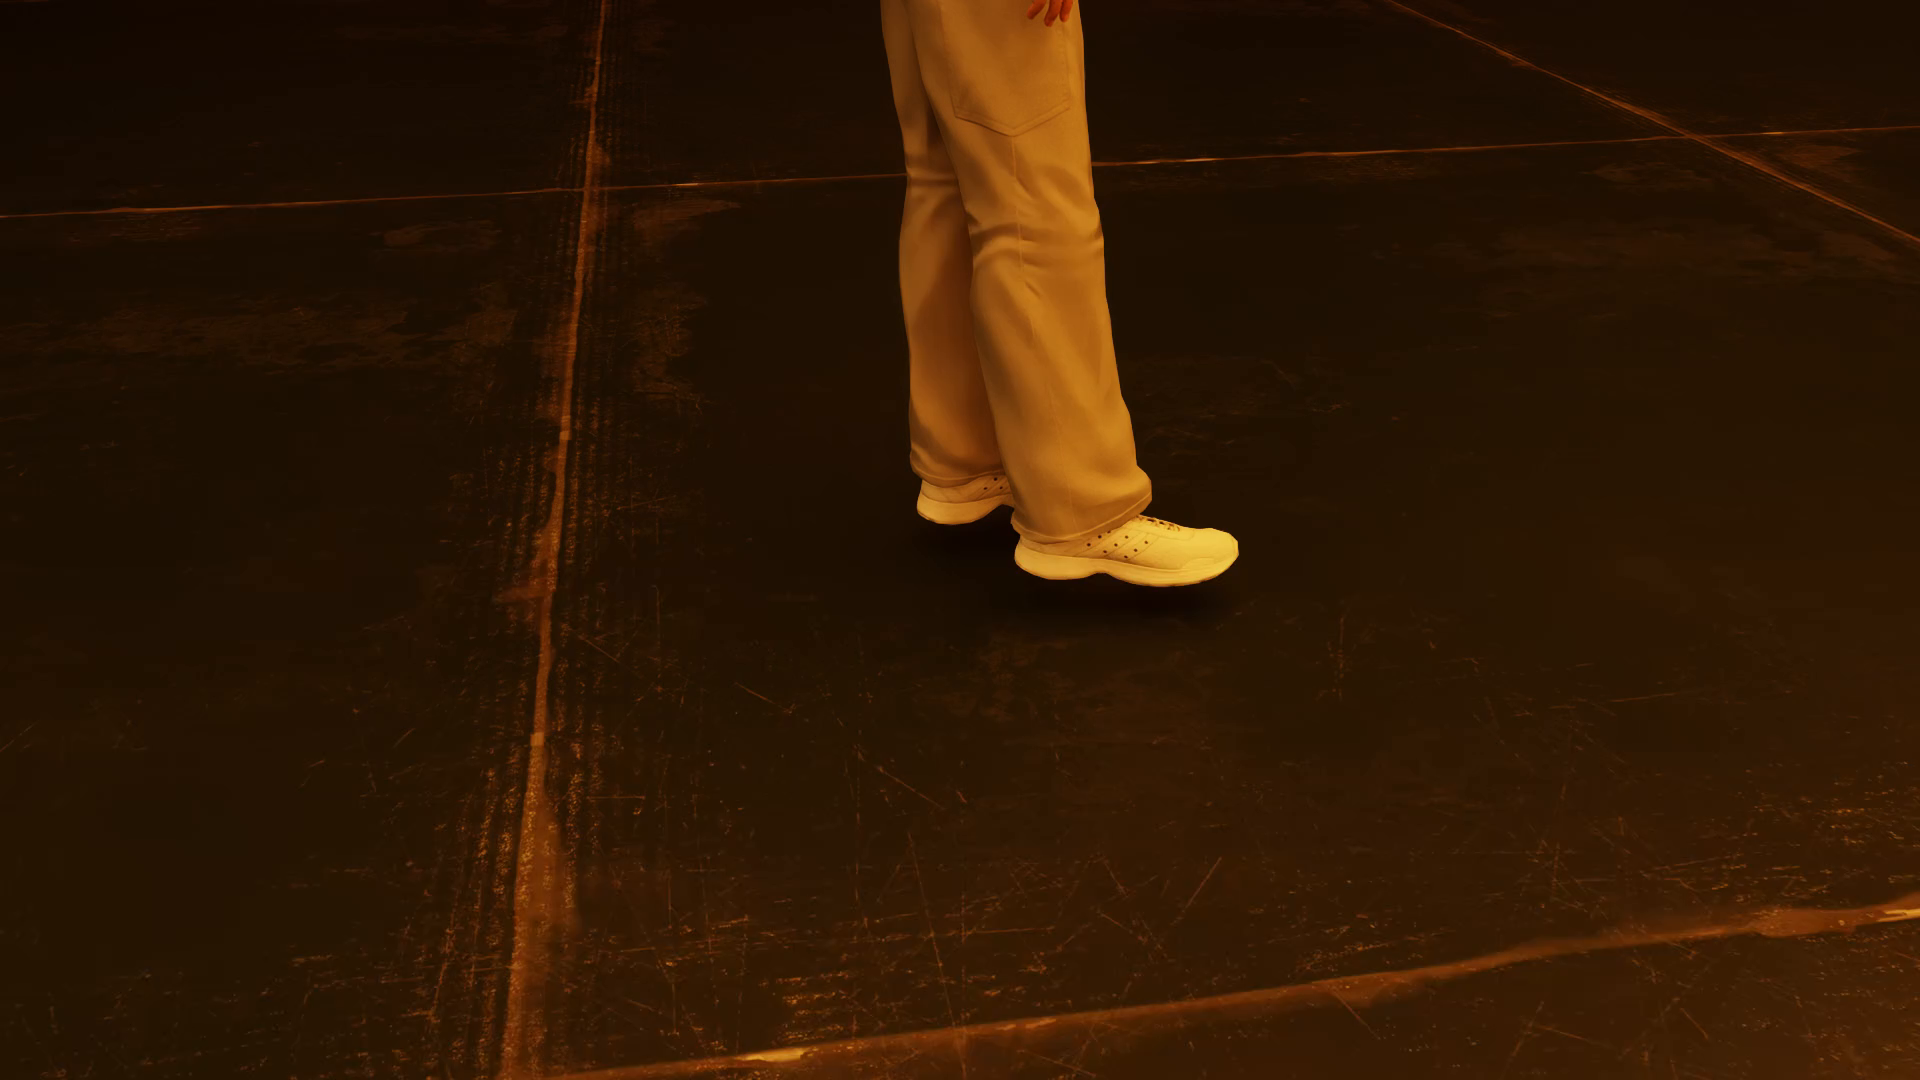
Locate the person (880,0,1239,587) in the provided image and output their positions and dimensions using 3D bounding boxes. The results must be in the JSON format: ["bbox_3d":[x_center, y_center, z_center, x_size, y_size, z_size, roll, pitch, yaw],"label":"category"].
[{"bbox_3d":[0.075,-0.782,2.084,0.547,1.673,0.549,-5,28,-9],"label":"person"}]
